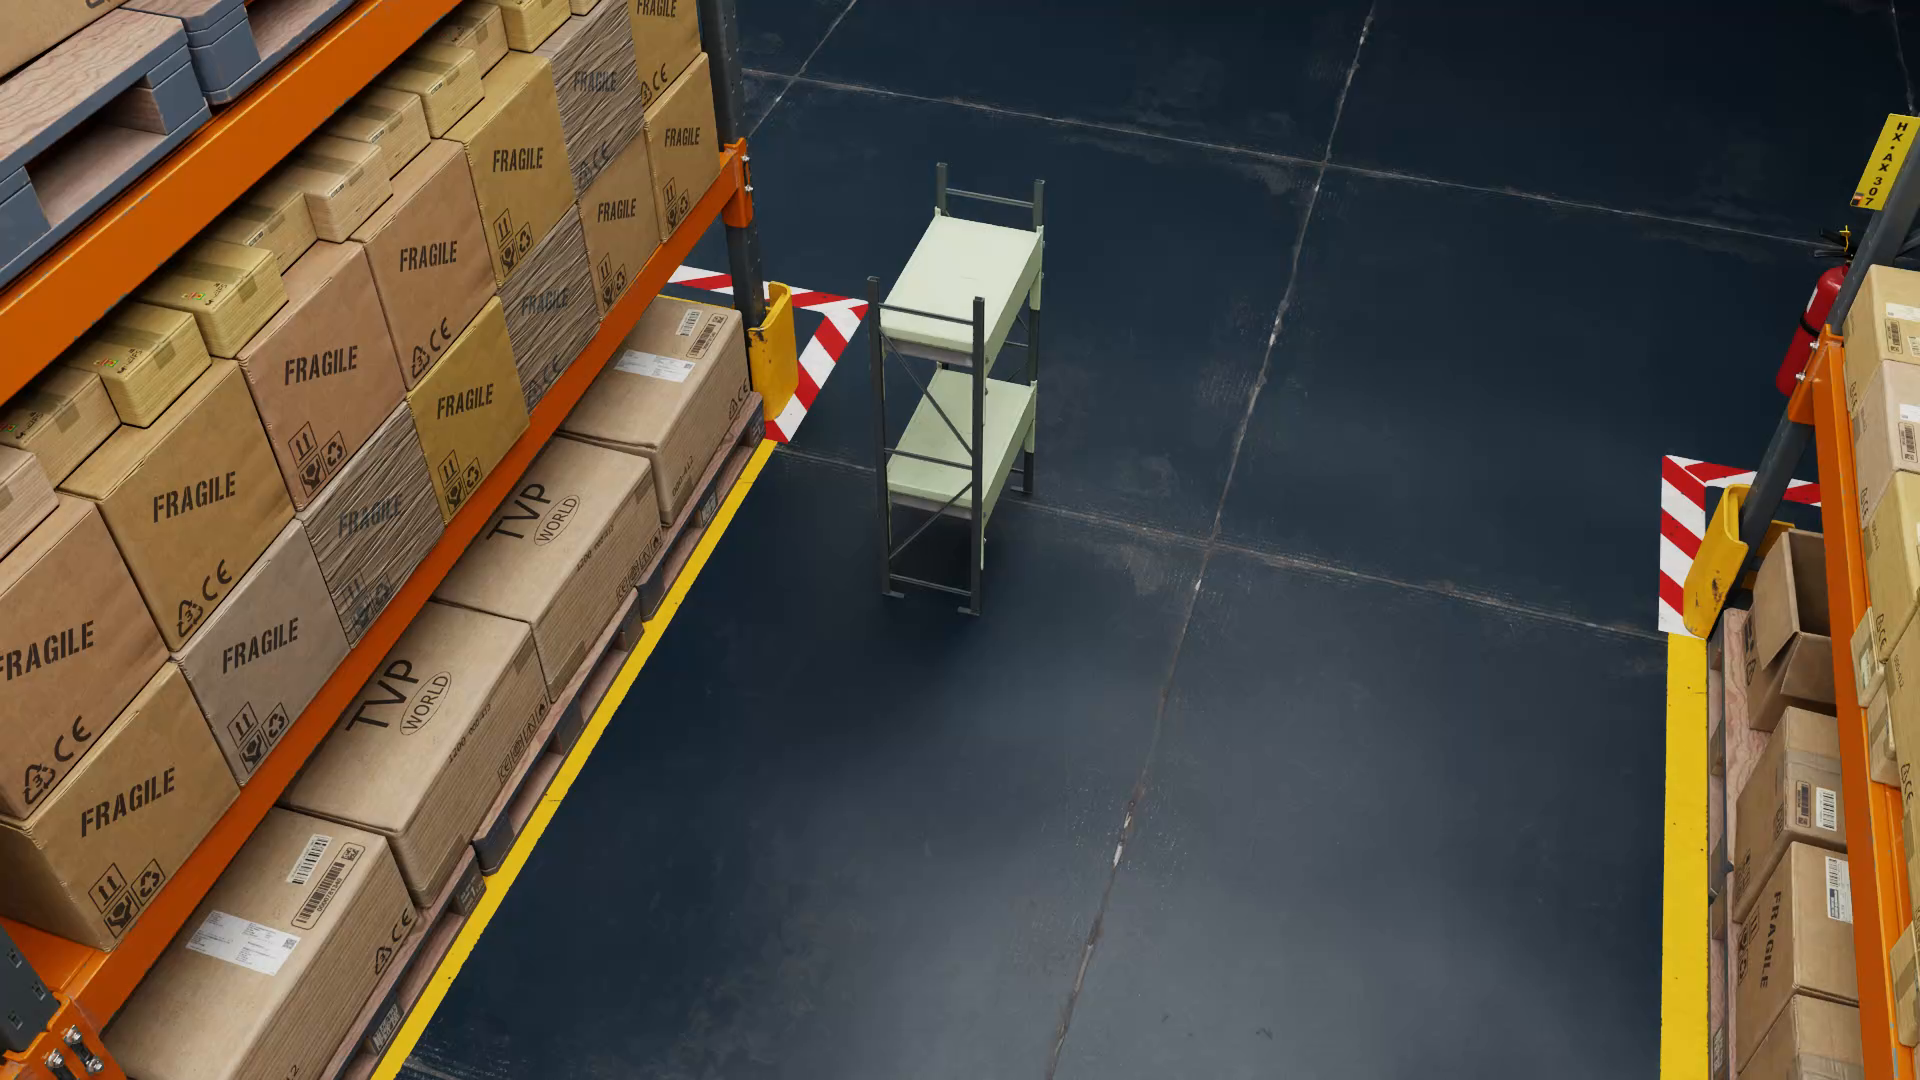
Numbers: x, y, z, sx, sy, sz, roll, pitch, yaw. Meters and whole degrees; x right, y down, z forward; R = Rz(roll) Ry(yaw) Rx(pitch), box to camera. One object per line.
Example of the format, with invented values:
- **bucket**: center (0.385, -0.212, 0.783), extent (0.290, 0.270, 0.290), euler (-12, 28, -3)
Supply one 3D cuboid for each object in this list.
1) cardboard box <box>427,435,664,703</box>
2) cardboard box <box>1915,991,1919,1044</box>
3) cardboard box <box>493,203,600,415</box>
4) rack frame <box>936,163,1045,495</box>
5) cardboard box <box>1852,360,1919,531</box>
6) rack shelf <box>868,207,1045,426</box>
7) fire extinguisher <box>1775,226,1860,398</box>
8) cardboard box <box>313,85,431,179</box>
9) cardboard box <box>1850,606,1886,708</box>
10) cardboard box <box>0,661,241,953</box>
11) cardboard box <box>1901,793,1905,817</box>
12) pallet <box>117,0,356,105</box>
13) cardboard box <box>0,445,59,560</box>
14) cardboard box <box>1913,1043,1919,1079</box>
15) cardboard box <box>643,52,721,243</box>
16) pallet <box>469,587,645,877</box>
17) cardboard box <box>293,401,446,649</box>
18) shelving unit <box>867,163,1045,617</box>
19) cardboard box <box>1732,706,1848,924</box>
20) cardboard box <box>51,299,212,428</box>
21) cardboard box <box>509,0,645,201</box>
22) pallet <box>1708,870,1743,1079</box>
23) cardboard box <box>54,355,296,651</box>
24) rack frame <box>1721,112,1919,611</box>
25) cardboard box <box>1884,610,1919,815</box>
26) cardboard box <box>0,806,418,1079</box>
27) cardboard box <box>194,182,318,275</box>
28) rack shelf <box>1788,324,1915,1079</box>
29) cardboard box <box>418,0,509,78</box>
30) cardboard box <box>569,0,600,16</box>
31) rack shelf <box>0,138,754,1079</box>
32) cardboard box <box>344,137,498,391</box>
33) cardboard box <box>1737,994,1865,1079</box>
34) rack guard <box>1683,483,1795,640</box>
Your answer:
- **cardboard box**: center (-1.697, 0.038, 6.098), extent (0.875, 0.438, 0.875), euler (14, 46, 14)
- **cardboard box**: center (2.256, 1.133, 3.342), extent (0.500, 0.250, 0.500), euler (13, 46, 13)
- **cardboard box**: center (-1.530, -0.783, 5.334), extent (0.500, 0.500, 0.500), euler (14, 46, 14)
- **rack frame**: center (0.109, -0.776, 6.470), extent (0.400, 1.500, 0.023), euler (13, 46, 12)
- **cardboard box**: center (2.862, -0.223, 4.728), extent (0.500, 0.250, 0.500), euler (13, 46, 13)
- **rack shelf**: center (-0.002, -0.811, 5.948), extent (0.431, 0.370, 0.720), euler (13, 46, 12)
- **fire extinguisher**: center (3.012, -0.787, 5.731), extent (0.296, 0.674, 0.183), euler (13, 46, 13)
- **cardboard box**: center (-1.673, -1.111, 4.490), extent (0.380, 0.149, 0.250), euler (14, 46, 14)
- **cardboard box**: center (2.610, 0.347, 4.430), extent (0.380, 0.149, 0.250), euler (11, 46, 11)
- **cardboard box**: center (-2.143, 0.572, 3.949), extent (0.500, 0.500, 0.500), euler (14, 46, 14)
- **cardboard box**: center (2.537, 0.713, 4.056), extent (0.380, 0.149, 0.250), euler (12, 46, 12)
- **pallet**: center (-1.906, -1.529, 4.086), extent (1.003, 0.211, 1.213), euler (13, 46, 13)
- **cardboard box**: center (-2.130, -0.089, 3.446), extent (0.380, 0.149, 0.250), euler (13, 46, 13)
- **cardboard box**: center (2.272, 1.212, 3.546), extent (0.380, 0.149, 0.250), euler (14, 46, 14)
- **cardboard box**: center (-1.217, -1.459, 6.025), extent (0.500, 0.500, 0.500), euler (13, 46, 13)
- **pallet**: center (-1.862, 0.556, 6.031), extent (1.003, 0.211, 1.213), euler (13, 46, 12)
- **cardboard box**: center (-1.830, -0.092, 4.628), extent (0.500, 0.500, 0.500), euler (13, 46, 13)
- **shelving unit**: center (-0.002, -0.532, 6.221), extent (0.431, 1.500, 0.755), euler (13, 46, 12)
- **cardboard box**: center (2.837, 0.940, 5.131), extent (0.700, 0.500, 0.500), euler (14, 46, 14)
- **cardboard box**: center (-1.959, -0.421, 3.786), extent (0.380, 0.149, 0.250), euler (12, 46, 12)
- **cardboard box**: center (-1.373, -1.468, 5.319), extent (0.500, 0.500, 0.500), euler (13, 46, 13)
- **pallet**: center (2.774, 1.638, 4.926), extent (1.003, 0.211, 1.213), euler (13, 46, 13)
- **cardboard box**: center (-2.001, -0.129, 3.951), extent (0.500, 0.500, 0.500), euler (12, 46, 12)
- **rack frame**: center (3.408, -0.752, 5.374), extent (1.000, 3.000, 0.127), euler (13, 46, 13)
- **cardboard box**: center (2.577, 0.461, 4.029), extent (0.500, 0.250, 0.500), euler (11, 46, 11)
- **cardboard box**: center (-2.242, 1.235, 4.875), extent (0.875, 0.438, 0.875), euler (12, 46, 12)
- **cardboard box**: center (-1.853, -0.777, 4.149), extent (0.380, 0.149, 0.250), euler (12, 46, 12)
- **rack shelf**: center (2.803, 0.838, 4.263), extent (1.077, 0.370, 4.000), euler (13, 46, 13)
- **cardboard box**: center (-1.555, -1.462, 4.849), extent (0.380, 0.149, 0.250), euler (12, 46, 12)
- **cardboard box**: center (-1.293, -1.780, 5.174), extent (0.380, 0.149, 0.250), euler (12, 46, 12)
- **rack shelf**: center (-1.929, -0.211, 5.335), extent (1.077, 0.370, 4.000), euler (13, 46, 13)
- **cardboard box**: center (-1.680, -0.804, 4.640), extent (0.500, 0.500, 0.500), euler (12, 46, 12)
- **cardboard box**: center (2.522, 1.632, 4.424), extent (0.700, 0.500, 0.500), euler (11, 45, 11)
- **rack guard**: center (3.385, 0.192, 6.196), extent (1.175, 0.500, 0.348), euler (13, 46, 13)
